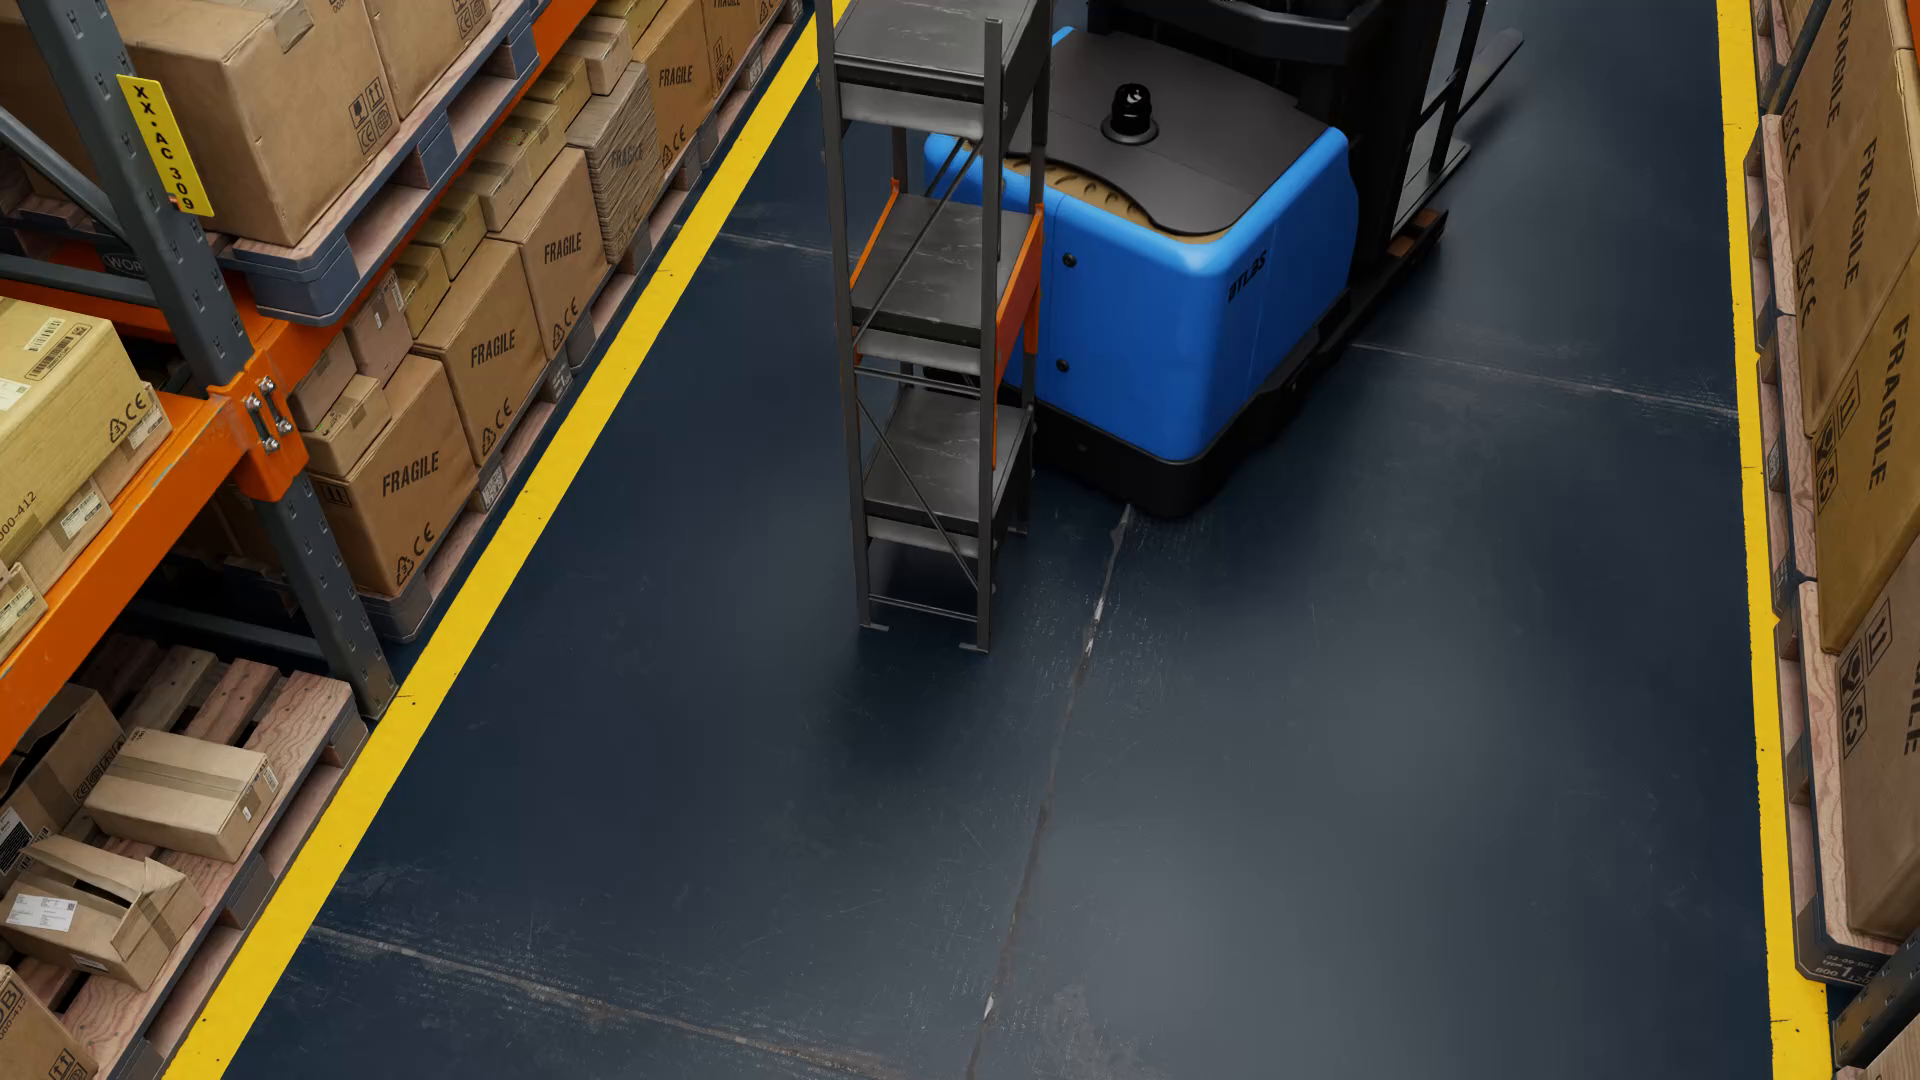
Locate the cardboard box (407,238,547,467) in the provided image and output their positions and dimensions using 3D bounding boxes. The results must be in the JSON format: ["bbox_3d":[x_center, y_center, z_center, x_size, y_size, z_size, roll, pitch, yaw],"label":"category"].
[{"bbox_3d":[-1.663,-0.615,5.179,0.500,0.500,0.500,11,49,10],"label":"cardboard box"}]

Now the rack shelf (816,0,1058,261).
[{"bbox_3d":[-0.044,-1.029,3.842,0.431,0.518,0.480,12,50,10],"label":"rack shelf"}]

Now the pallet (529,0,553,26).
[{"bbox_3d":[-1.592,-2.033,5.171,1.003,0.211,1.213,12,50,10],"label":"pallet"}]

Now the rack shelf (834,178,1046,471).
[{"bbox_3d":[-0.044,-0.566,4.367,0.431,0.518,0.480,12,50,10],"label":"rack shelf"}]

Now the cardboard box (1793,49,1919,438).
[{"bbox_3d":[3.204,-0.835,5.124,0.875,0.875,0.875,12,50,10],"label":"cardboard box"}]

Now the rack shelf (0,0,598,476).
[{"bbox_3d":[-1.611,-1.819,5.335,1.077,0.370,4.000,12,50,10],"label":"rack shelf"}]

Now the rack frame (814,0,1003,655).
[{"bbox_3d":[-0.108,-0.399,4.201,0.400,2.100,0.015,12,50,10],"label":"rack frame"}]

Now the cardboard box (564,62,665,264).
[{"bbox_3d":[-1.384,-1.349,5.827,0.500,0.500,0.500,10,49,9],"label":"cardboard box"}]

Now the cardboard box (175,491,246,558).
[{"bbox_3d":[-2.294,-0.336,4.933,0.500,0.500,0.500,11,50,10],"label":"cardboard box"}]

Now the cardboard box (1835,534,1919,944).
[{"bbox_3d":[2.738,0.466,3.975,0.875,0.875,0.875,13,50,11],"label":"cardboard box"}]

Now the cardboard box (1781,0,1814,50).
[{"bbox_3d":[3.863,-2.203,6.666,0.950,0.372,0.625,9,49,7],"label":"cardboard box"}]

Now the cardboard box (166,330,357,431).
[{"bbox_3d":[-1.845,-0.454,4.406,0.380,0.149,0.250,11,49,9],"label":"cardboard box"}]

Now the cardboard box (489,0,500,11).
[{"bbox_3d":[-1.402,-1.634,4.501,0.396,0.266,0.258,14,50,12],"label":"cardboard box"}]

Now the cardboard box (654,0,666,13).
[{"bbox_3d":[-1.238,-2.056,6.018,0.380,0.149,0.250,13,50,11],"label":"cardboard box"}]

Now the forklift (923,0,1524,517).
[{"bbox_3d":[1.145,-2.112,5.159,1.130,2.935,3.031,28,54,23],"label":"forklift"}]

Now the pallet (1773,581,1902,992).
[{"bbox_3d":[2.782,0.716,4.477,1.003,0.211,1.213,12,50,10],"label":"pallet"}]

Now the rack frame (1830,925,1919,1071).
[{"bbox_3d":[2.652,0.366,2.926,1.000,3.000,0.127,12,50,10],"label":"rack frame"}]

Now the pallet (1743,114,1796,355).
[{"bbox_3d":[3.425,-1.049,6.035,1.003,0.211,1.213,12,50,10],"label":"pallet"}]

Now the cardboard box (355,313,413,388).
[{"bbox_3d":[-1.788,-0.560,4.698,0.380,0.149,0.250,10,49,9],"label":"cardboard box"}]

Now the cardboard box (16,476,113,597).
[{"bbox_3d":[-2.025,-0.054,3.465,0.380,0.149,0.250,13,50,11],"label":"cardboard box"}]

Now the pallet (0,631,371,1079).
[{"bbox_3d":[-2.319,0.809,4.395,1.003,0.211,1.213,12,50,10],"label":"pallet"}]

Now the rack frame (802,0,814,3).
[{"bbox_3d":[-1.085,-3.504,6.342,1.000,3.000,0.127,12,50,10],"label":"rack frame"}]

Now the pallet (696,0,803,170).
[{"bbox_3d":[-1.318,-2.048,6.917,1.003,0.211,1.213,12,50,10],"label":"pallet"}]

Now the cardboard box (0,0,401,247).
[{"bbox_3d":[-1.794,-1.088,3.863,0.700,0.500,0.500,13,50,11],"label":"cardboard box"}]

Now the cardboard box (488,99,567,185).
[{"bbox_3d":[-1.503,-1.301,5.352,0.380,0.149,0.250,13,50,11],"label":"cardboard box"}]

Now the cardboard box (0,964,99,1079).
[{"bbox_3d":[-2.402,1.186,3.590,0.700,0.500,0.500,10,49,9],"label":"cardboard box"}]

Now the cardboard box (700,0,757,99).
[{"bbox_3d":[-1.131,-2.107,6.496,0.500,0.500,0.500,11,49,9],"label":"cardboard box"}]

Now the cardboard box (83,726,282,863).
[{"bbox_3d":[-2.001,0.655,4.293,0.380,0.149,0.250,10,49,9],"label":"cardboard box"}]

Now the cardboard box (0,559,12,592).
[{"bbox_3d":[-2.154,0.122,3.043,0.500,0.250,0.500,12,50,10],"label":"cardboard box"}]

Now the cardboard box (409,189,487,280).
[{"bbox_3d":[-1.673,-0.948,5.041,0.380,0.149,0.250,11,49,9],"label":"cardboard box"}]

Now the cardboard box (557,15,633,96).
[{"bbox_3d":[-1.347,-1.669,5.677,0.380,0.149,0.250,9,49,8],"label":"cardboard box"}]

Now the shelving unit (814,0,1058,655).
[{"bbox_3d":[-0.044,-0.575,4.357,0.431,2.100,0.503,12,50,10],"label":"shelving unit"}]

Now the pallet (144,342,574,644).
[{"bbox_3d":[-1.960,-0.284,5.360,1.003,0.211,1.213,12,50,10],"label":"pallet"}]
